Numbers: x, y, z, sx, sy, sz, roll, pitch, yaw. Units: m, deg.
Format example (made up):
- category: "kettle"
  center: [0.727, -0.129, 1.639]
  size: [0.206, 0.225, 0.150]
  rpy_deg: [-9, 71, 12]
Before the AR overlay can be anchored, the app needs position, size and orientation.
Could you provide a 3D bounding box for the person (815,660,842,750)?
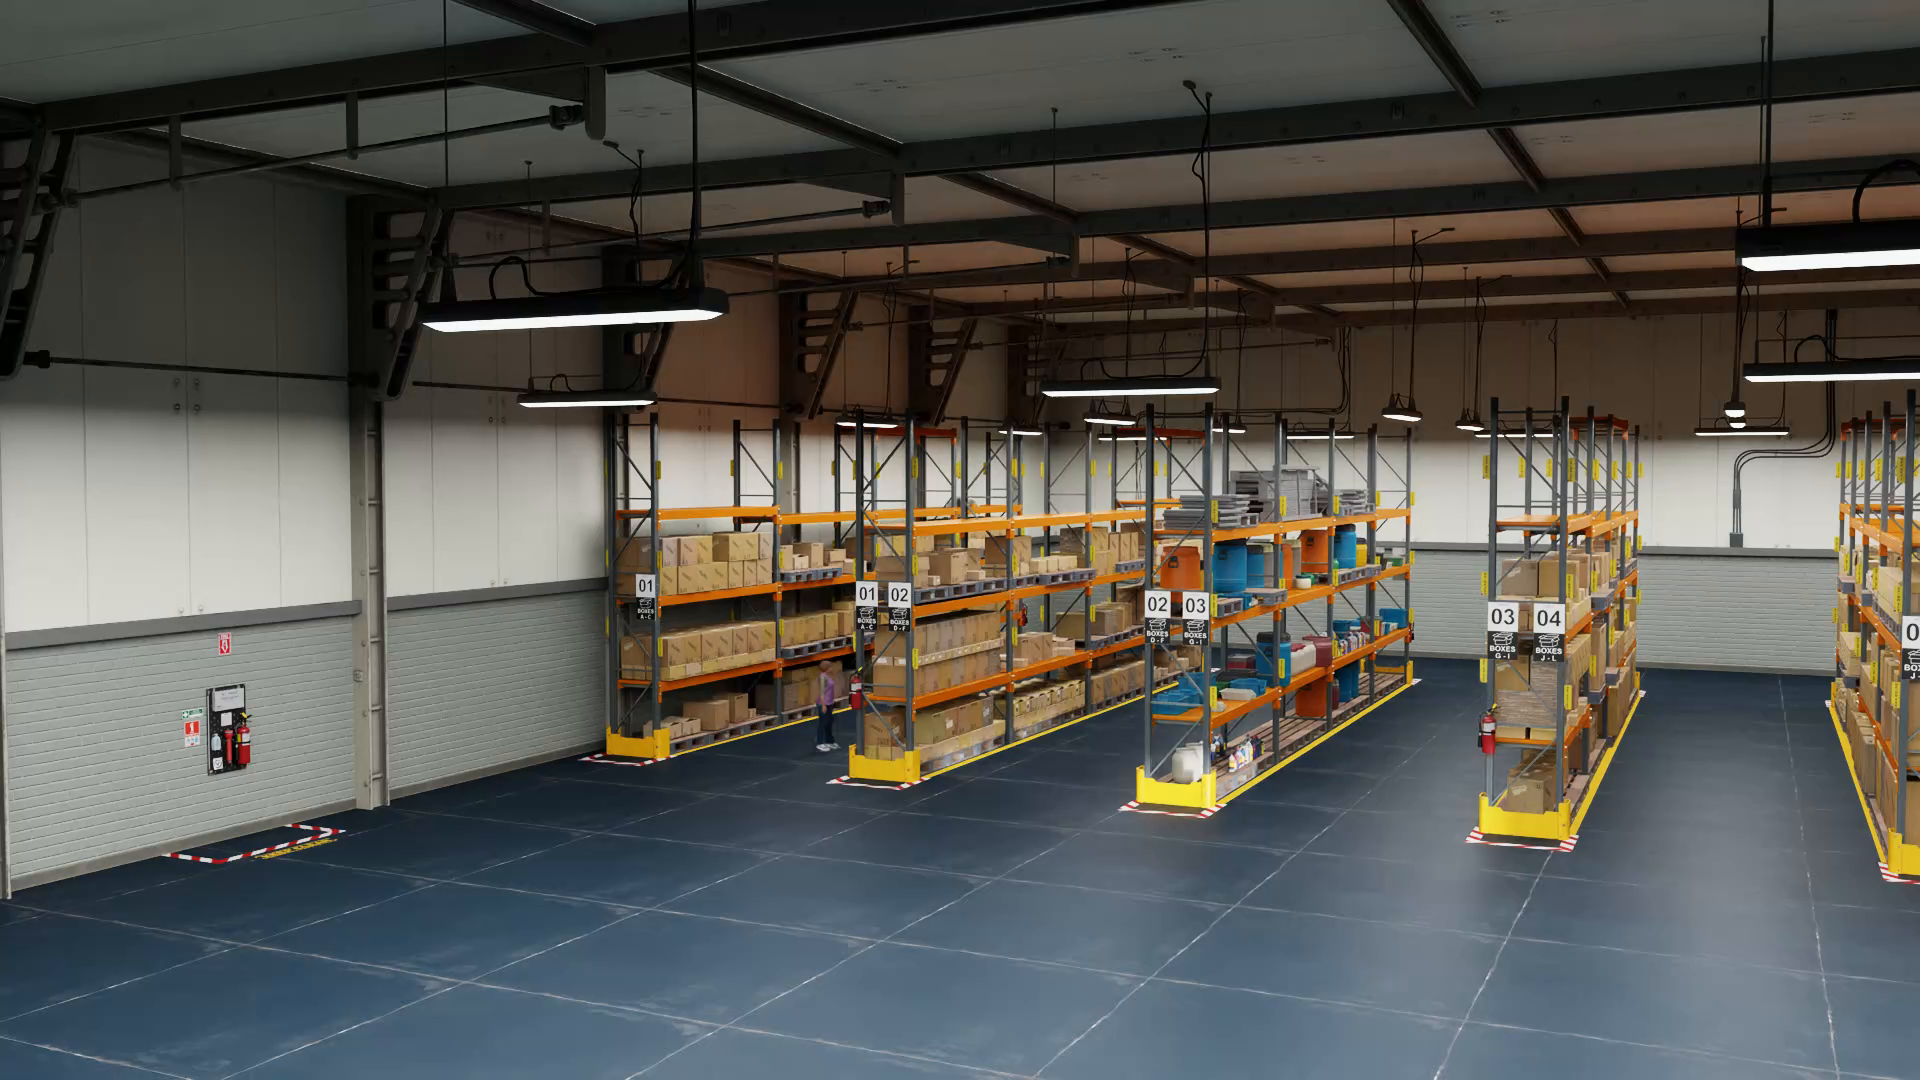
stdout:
- category: "person"
  center: [-2.375, 2.965, 29.775]
  size: [0.430, 1.623, 0.462]
  rpy_deg: [0, 2, 11]
